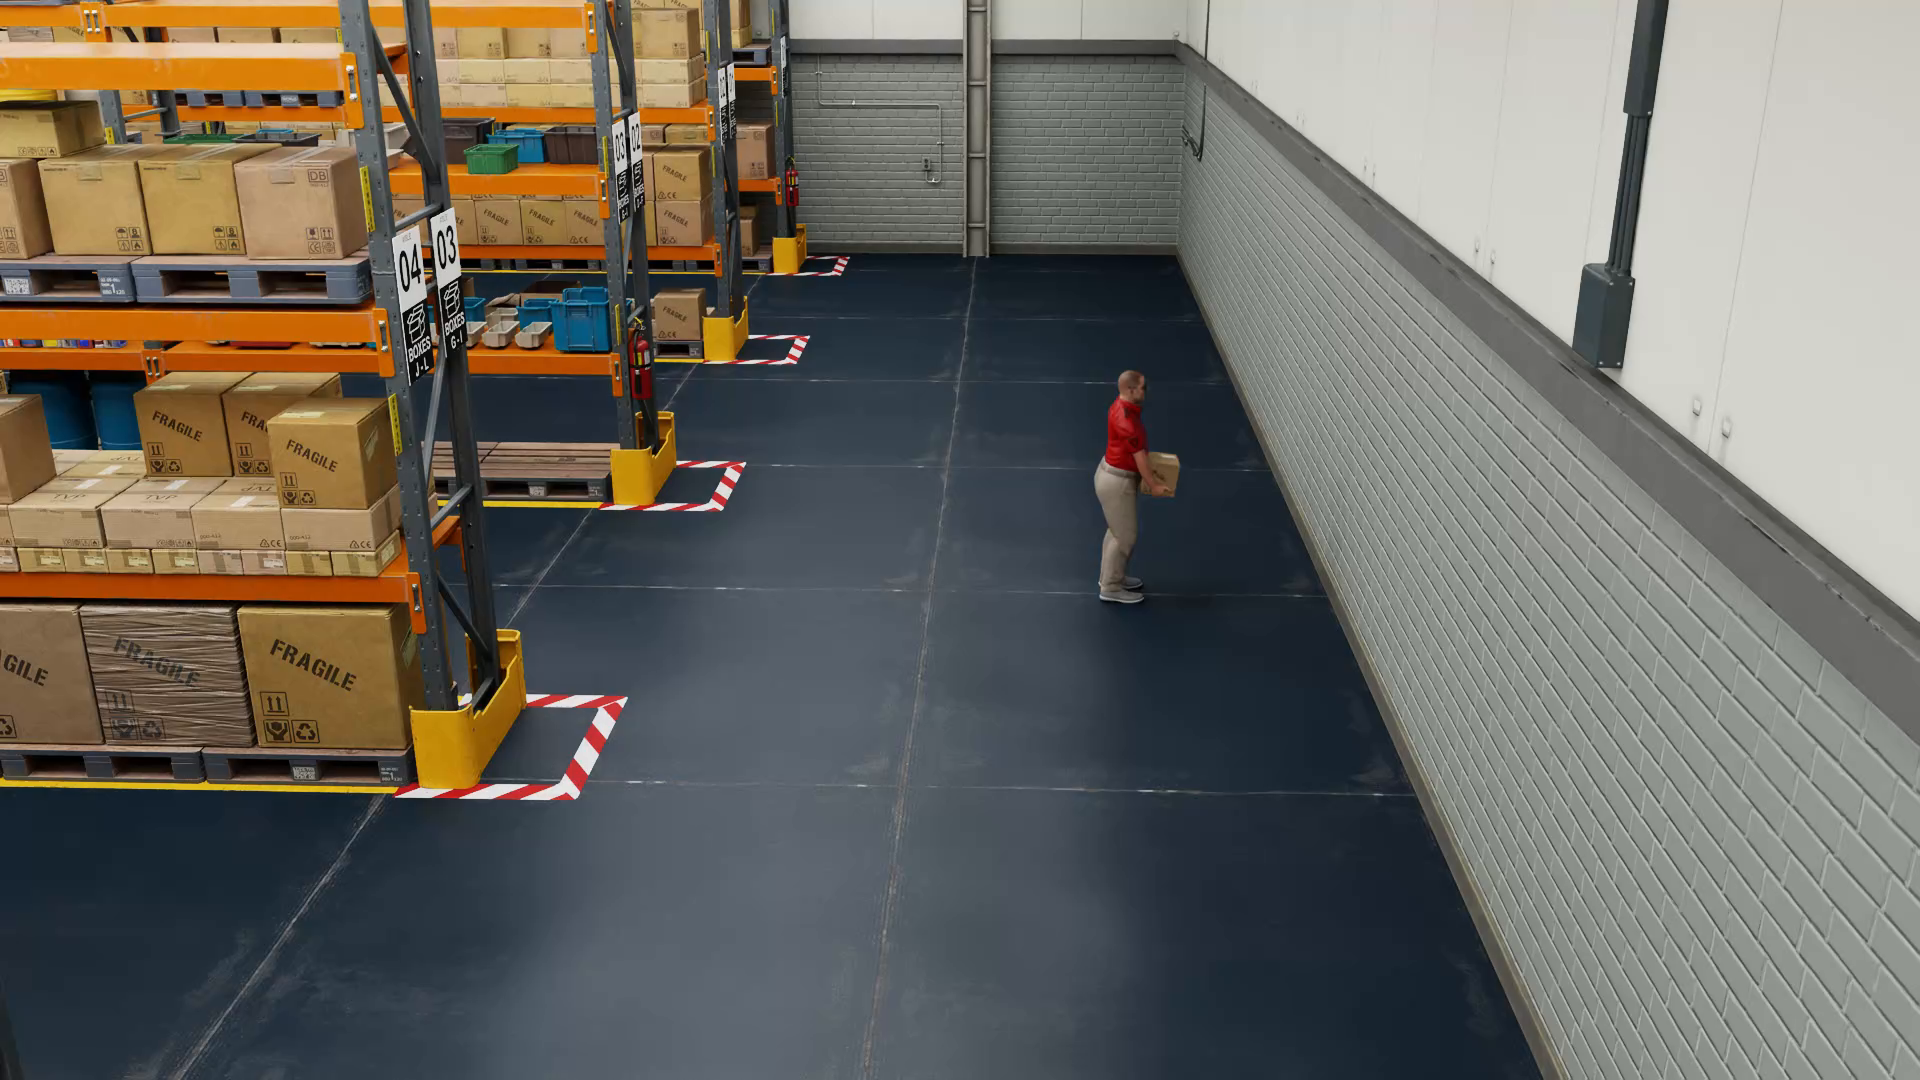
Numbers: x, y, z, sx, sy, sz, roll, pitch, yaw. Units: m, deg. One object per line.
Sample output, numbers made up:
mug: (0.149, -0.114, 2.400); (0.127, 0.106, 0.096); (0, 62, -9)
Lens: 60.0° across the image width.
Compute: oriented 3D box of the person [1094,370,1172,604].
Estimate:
person: (1.265, -0.406, 12.200); (0.557, 1.724, 0.488); (0, 21, 1)
